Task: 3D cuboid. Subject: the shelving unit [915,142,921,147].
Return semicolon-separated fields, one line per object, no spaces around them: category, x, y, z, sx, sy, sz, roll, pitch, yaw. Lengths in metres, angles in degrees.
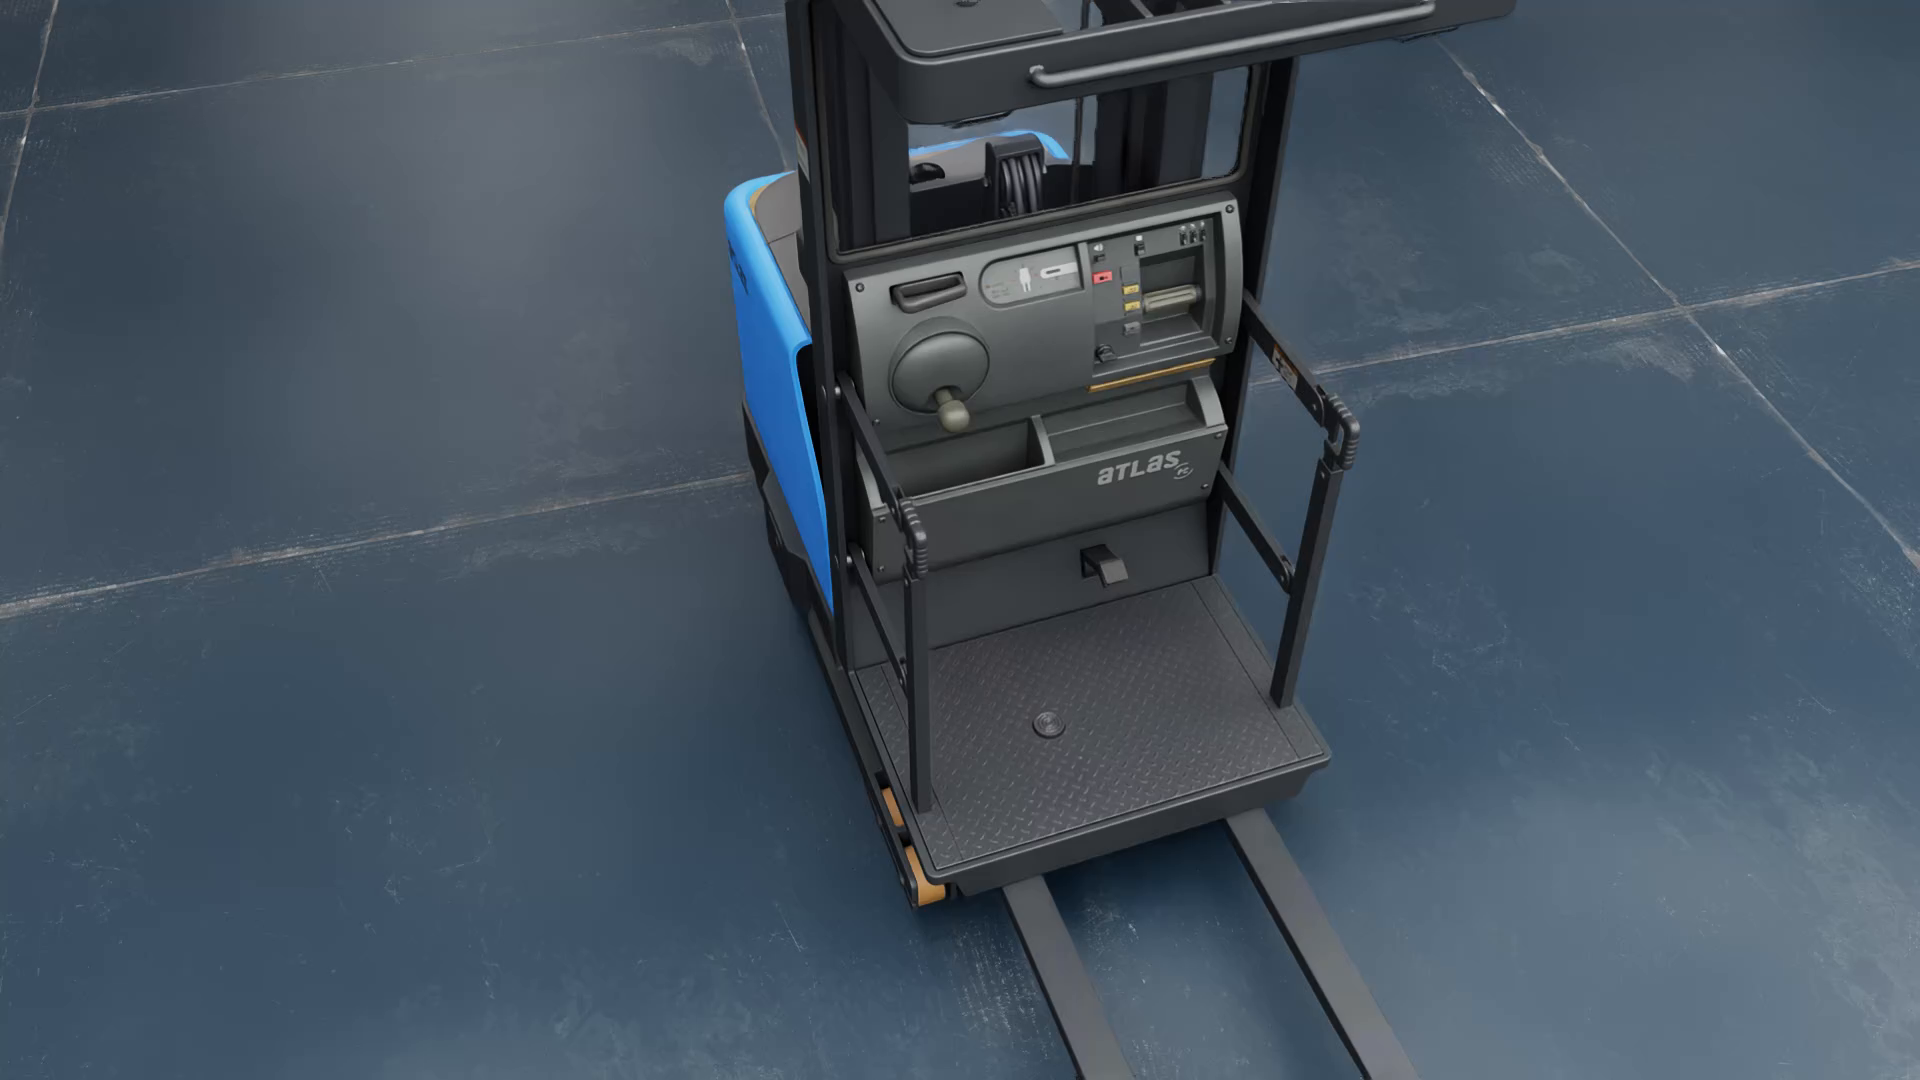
shelving unit;-0.251;-0.871;5.368;0.215;1.050;0.252;-14;47;-14

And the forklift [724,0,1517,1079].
forklift;0.280;-0.417;3.606;1.130;2.935;3.031;-14;47;-14

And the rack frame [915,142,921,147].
rack frame;-0.210;-0.788;5.288;0.200;1.050;0.008;-14;47;-14
